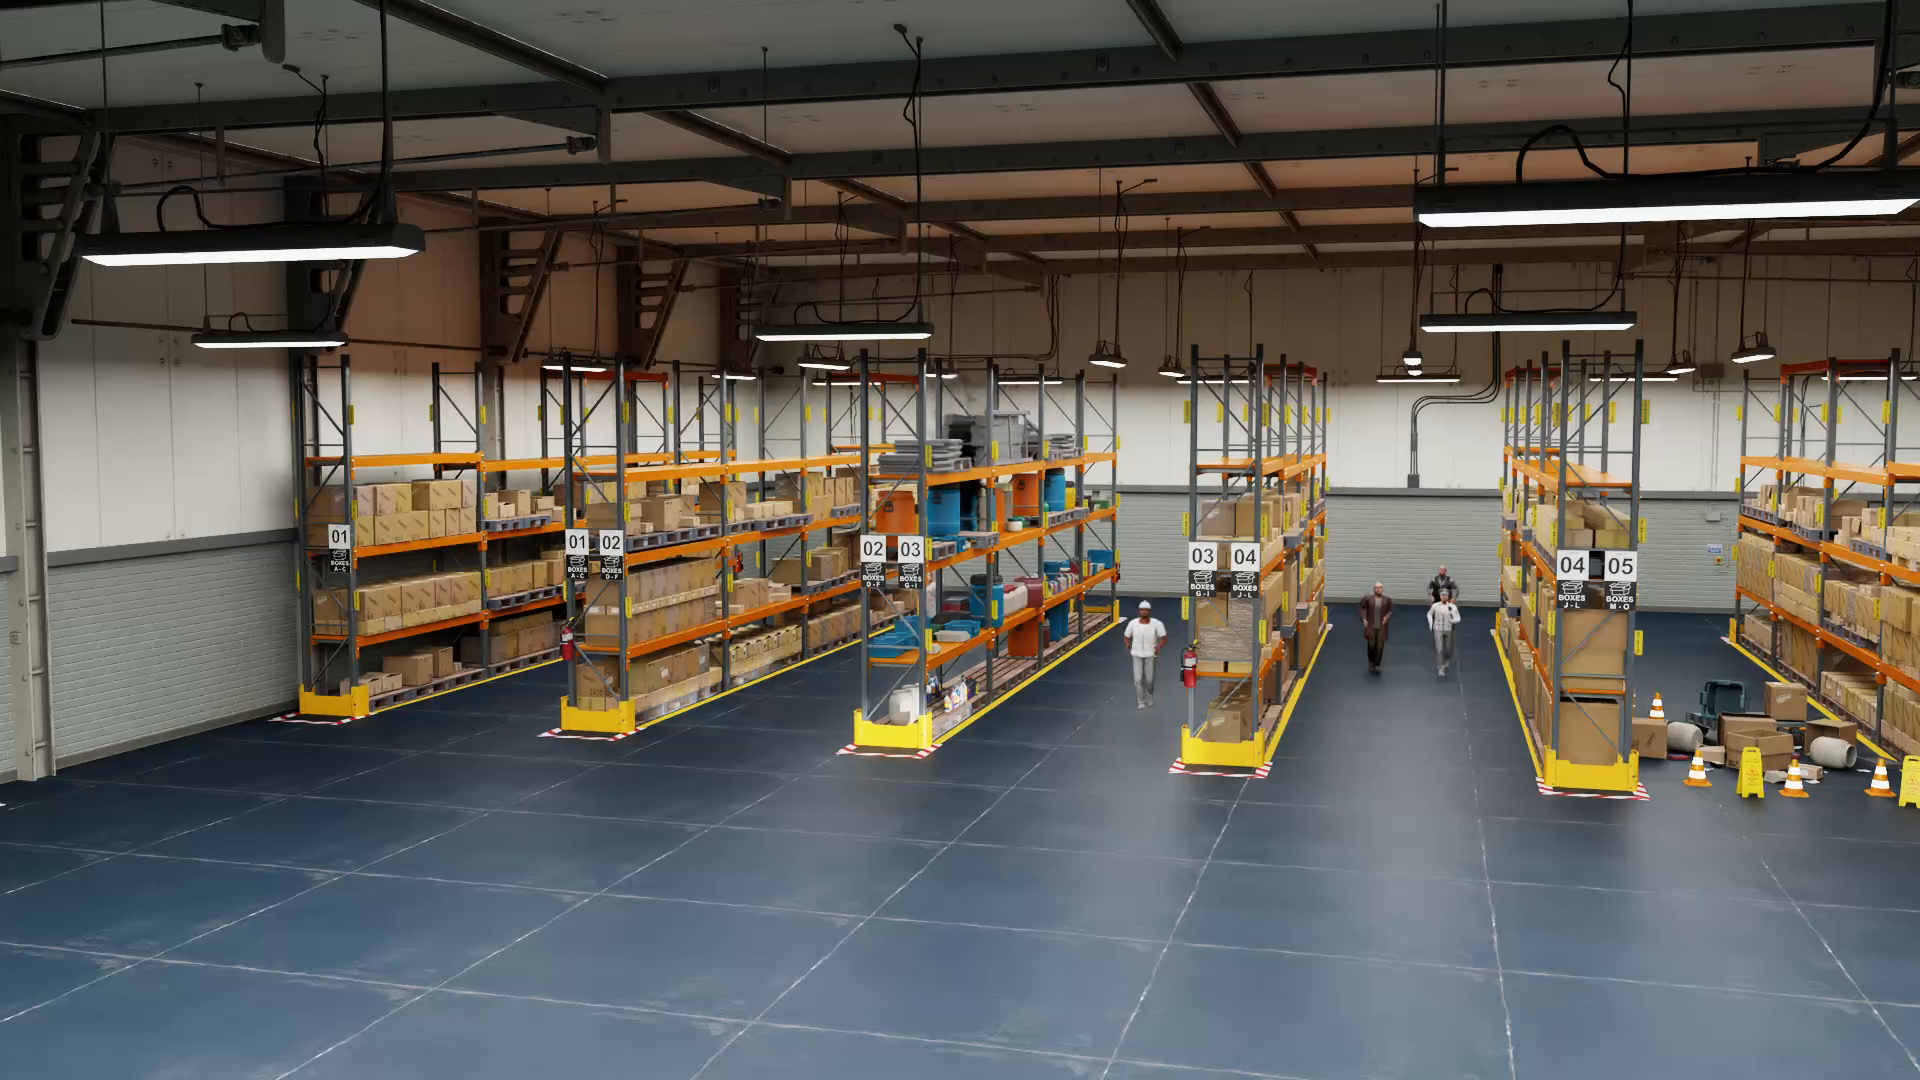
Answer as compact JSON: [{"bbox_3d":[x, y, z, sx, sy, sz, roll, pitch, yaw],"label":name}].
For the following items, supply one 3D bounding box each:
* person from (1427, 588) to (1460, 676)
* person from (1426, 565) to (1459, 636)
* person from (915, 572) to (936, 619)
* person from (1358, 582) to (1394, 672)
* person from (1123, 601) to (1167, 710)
[{"bbox_3d":[9.321,1.754,32.063,0.624,1.669,0.861,1,4,15],"label":"person"},{"bbox_3d":[10.706,1.404,36.932,0.699,1.689,0.616,1,4,17],"label":"person"},{"bbox_3d":[-0.722,1.476,35.924,0.546,1.635,0.628,0,4,4],"label":"person"},{"bbox_3d":[8.096,1.710,32.345,0.688,1.765,0.580,1,4,10],"label":"person"},{"bbox_3d":[2.953,1.851,26.681,0.697,1.728,0.554,1,4,14],"label":"person"}]
